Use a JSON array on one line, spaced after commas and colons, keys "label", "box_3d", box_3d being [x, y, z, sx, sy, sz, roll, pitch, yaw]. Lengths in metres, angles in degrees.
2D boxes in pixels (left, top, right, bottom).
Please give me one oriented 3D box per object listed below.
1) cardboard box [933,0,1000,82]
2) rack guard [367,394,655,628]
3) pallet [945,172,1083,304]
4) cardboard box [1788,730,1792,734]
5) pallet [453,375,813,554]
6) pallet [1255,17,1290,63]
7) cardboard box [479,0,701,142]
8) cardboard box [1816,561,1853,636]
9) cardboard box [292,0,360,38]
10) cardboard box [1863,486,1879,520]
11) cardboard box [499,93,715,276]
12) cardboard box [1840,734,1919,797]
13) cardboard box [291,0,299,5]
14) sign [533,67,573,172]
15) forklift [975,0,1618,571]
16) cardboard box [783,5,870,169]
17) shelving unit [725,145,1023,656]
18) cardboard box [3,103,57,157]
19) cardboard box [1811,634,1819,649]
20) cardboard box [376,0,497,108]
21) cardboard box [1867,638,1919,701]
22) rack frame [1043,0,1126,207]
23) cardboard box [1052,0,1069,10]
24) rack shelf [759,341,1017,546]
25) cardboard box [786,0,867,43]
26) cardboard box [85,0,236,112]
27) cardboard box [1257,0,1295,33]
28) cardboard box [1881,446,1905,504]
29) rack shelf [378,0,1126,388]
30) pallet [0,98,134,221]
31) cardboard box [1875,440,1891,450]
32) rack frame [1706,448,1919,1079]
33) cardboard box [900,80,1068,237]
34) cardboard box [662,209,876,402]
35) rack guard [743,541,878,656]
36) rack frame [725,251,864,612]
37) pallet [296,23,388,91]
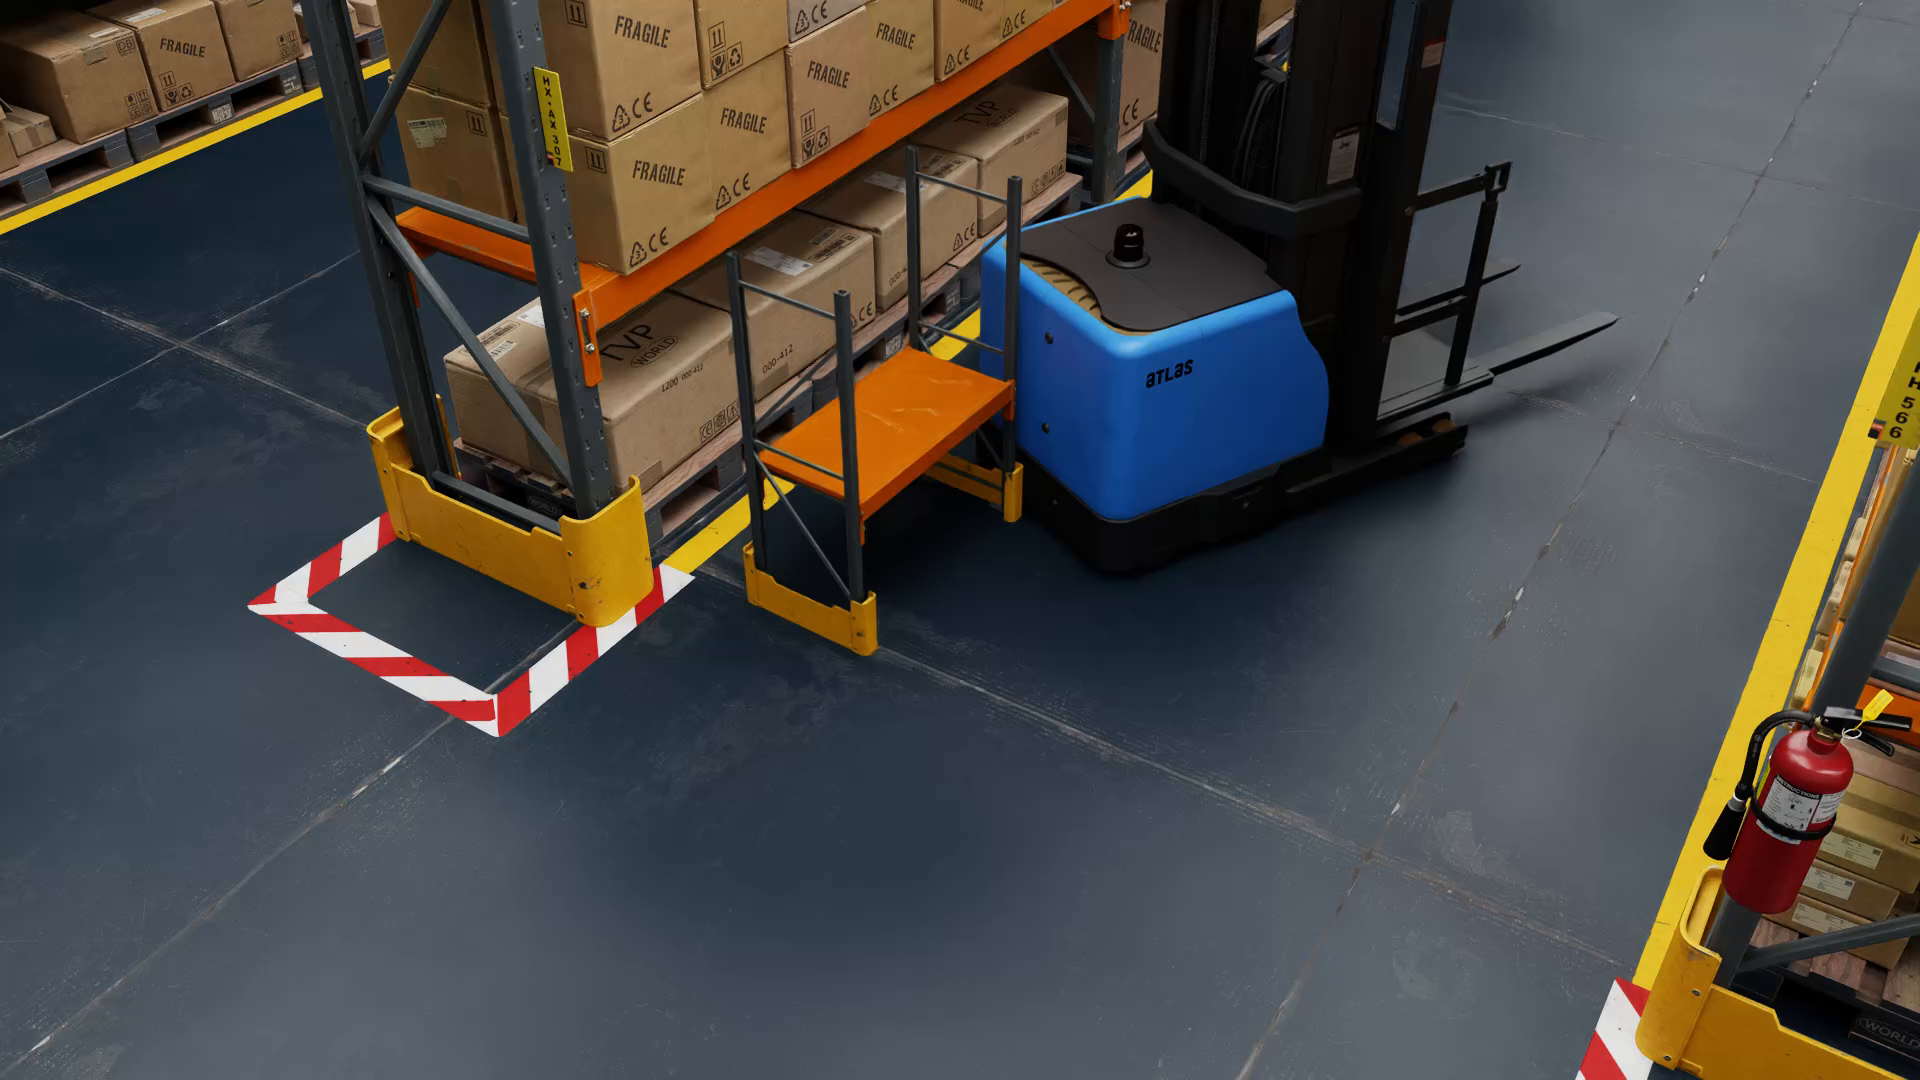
[{"label": "cardboard box", "box_3d": [-0.162, -2.379, 7.297, 0.500, 0.500, 0.500, 21, 42, 24]}, {"label": "rack guard", "box_3d": [-1.757, -0.129, 6.508, 1.175, 0.500, 0.348, 21, 42, 25]}, {"label": "pallet", "box_3d": [-0.075, -1.722, 8.812, 1.003, 0.211, 1.213, 21, 42, 25]}, {"label": "cardboard box", "box_3d": [2.808, 0.647, 5.201, 0.380, 0.149, 0.250, 19, 42, 23]}, {"label": "pallet", "box_3d": [-1.382, -0.465, 7.180, 1.003, 0.211, 1.213, 21, 42, 25]}, {"label": "pallet", "box_3d": [1.401, -3.143, 10.654, 1.003, 0.211, 1.213, 21, 42, 25]}, {"label": "cardboard box", "box_3d": [-1.247, -1.721, 5.625, 0.500, 0.500, 0.500, 20, 42, 24]}, {"label": "cardboard box", "box_3d": [3.063, 0.252, 5.470, 0.380, 0.149, 0.250, 23, 43, 27]}, {"label": "cardboard box", "box_3d": [-4.036, -3.331, 10.510, 0.396, 0.266, 0.258, 23, 43, 27]}, {"label": "cardboard box", "box_3d": [3.505, -0.020, 6.067, 0.380, 0.149, 0.250, 21, 42, 25]}, {"label": "cardboard box", "box_3d": [-1.245, -1.324, 5.929, 0.500, 0.500, 0.500, 21, 42, 25]}, {"label": "cardboard box", "box_3d": [2.742, 0.696, 4.894, 0.380, 0.149, 0.250, 22, 43, 26]}, {"label": "cardboard box", "box_3d": [-4.348, -3.653, 10.890, 0.500, 0.311, 0.500, 23, 43, 27]}, {"label": "sign", "box_3d": [-1.279, -1.321, 5.233, 0.100, 0.325, 0.005, 21, 42, 25]}, {"label": "forklift", "box_3d": [1.593, -1.710, 6.568, 3.031, 2.935, 1.130, -20, 42, -24]}, {"label": "cardboard box", "box_3d": [-0.710, -1.851, 6.612, 0.500, 0.500, 0.500, 21, 42, 25]}, {"label": "shelving unit", "box_3d": [-0.284, -0.529, 6.208, 0.587, 1.500, 1.083, 23, 43, 27]}, {"label": "cardboard box", "box_3d": [-5.270, -2.281, 9.243, 0.380, 0.149, 0.250, 19, 42, 23]}, {"label": "cardboard box", "box_3d": [3.067, 0.502, 5.633, 0.380, 0.149, 0.250, 19, 42, 23]}, {"label": "cardboard box", "box_3d": [-1.687, -1.893, 5.848, 0.500, 0.500, 0.500, 23, 43, 27]}, {"label": "cardboard box", "box_3d": [2.425, 0.275, 4.142, 0.380, 0.149, 0.250, 21, 42, 25]}, {"label": "rack frame", "box_3d": [0.399, -3.193, 8.435, 1.000, 3.000, 0.127, 21, 42, 25]}, {"label": "cardboard box", "box_3d": [0.366, -2.910, 7.986, 0.500, 0.500, 0.500, 22, 43, 26]}, {"label": "rack shelf", "box_3d": [-0.278, -0.391, 6.324, 0.538, 0.185, 1.000, 23, 43, 27]}, {"label": "cardboard box", "box_3d": [-0.707, -2.258, 6.321, 0.500, 0.500, 0.500, 21, 42, 25]}, {"label": "cardboard box", "box_3d": [-4.671, -2.881, 9.734, 0.500, 0.500, 0.500, 22, 43, 26]}, {"label": "cardboard box", "box_3d": [1.620, -3.793, 10.610, 0.875, 0.875, 0.875, 22, 43, 26]}, {"label": "cardboard box", "box_3d": [2.793, -0.301, 4.358, 0.500, 0.500, 0.500, 20, 42, 24]}, {"label": "rack shelf", "box_3d": [-0.673, -1.877, 7.318, 1.077, 0.370, 4.000, 21, 42, 25]}, {"label": "pallet", "box_3d": [-5.471, -2.099, 9.300, 1.003, 0.211, 1.213, 21, 42, 25]}, {"label": "cardboard box", "box_3d": [4.023, -0.444, 6.860, 0.380, 0.149, 0.250, 22, 43, 26]}, {"label": "rack frame", "box_3d": [2.489, 0.436, 3.728, 1.000, 3.000, 0.127, 21, 42, 25]}, {"label": "cardboard box", "box_3d": [-0.028, -2.056, 8.715, 0.875, 0.438, 0.875, 21, 42, 24]}, {"label": "cardboard box", "box_3d": [-0.992, -1.130, 7.514, 0.875, 0.438, 0.875, 22, 43, 26]}, {"label": "rack guard", "box_3d": [-0.566, 0.217, 6.264, 0.587, 0.250, 0.087, 23, 43, 27]}, {"label": "rack frame", "box_3d": [-0.566, -0.278, 5.882, 0.500, 1.500, 0.032, 23, 43, 27]}, {"label": "pallet", "box_3d": [-4.163, -3.357, 10.932, 1.003, 0.211, 1.213, 21, 42, 25]}]
